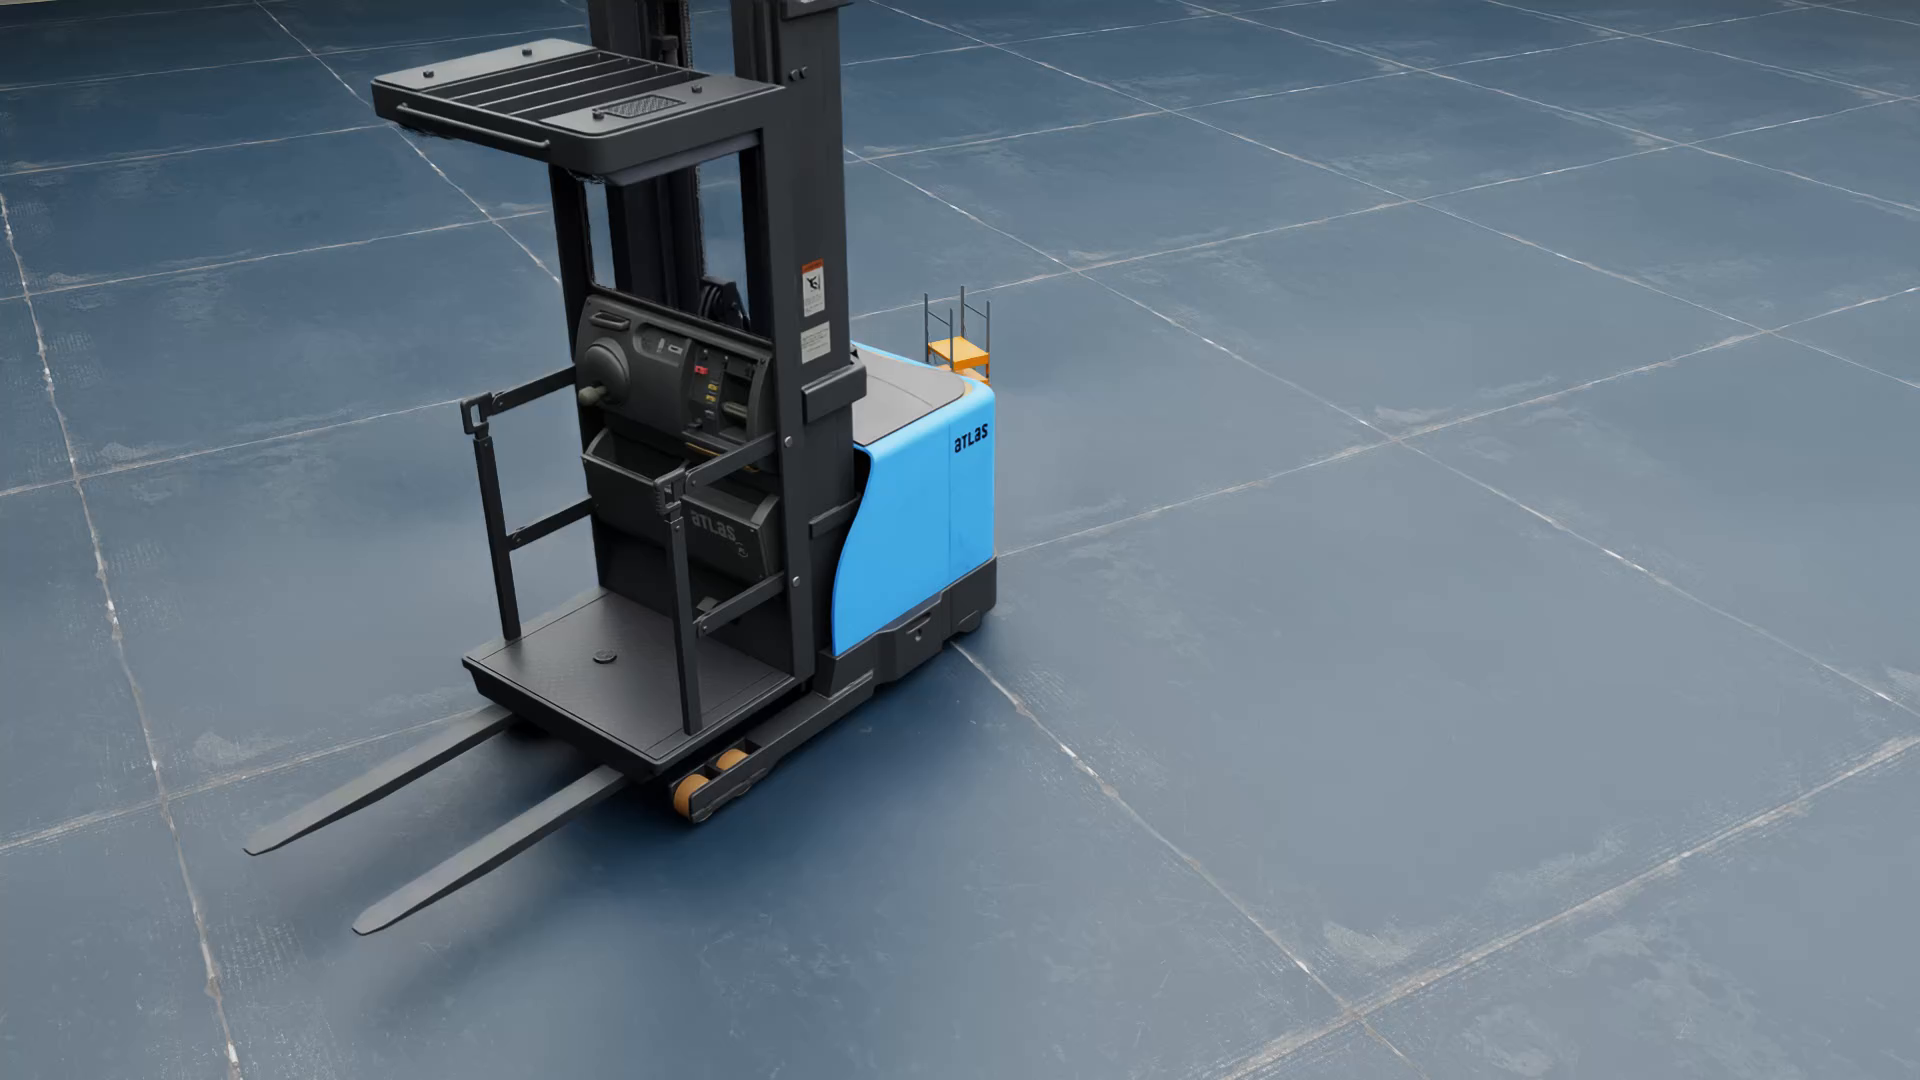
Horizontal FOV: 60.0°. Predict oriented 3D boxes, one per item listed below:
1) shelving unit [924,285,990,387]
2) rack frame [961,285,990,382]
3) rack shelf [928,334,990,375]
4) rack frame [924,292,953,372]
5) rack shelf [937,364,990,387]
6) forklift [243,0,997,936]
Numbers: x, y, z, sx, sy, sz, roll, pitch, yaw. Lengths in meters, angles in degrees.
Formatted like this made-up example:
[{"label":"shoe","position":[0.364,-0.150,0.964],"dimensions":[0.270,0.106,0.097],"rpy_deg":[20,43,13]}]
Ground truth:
[{"label":"shelving unit","position":[-0.012,-0.522,7.454],"dimensions":[0.189,1.200,0.258],"rpy_deg":[-16,33,-26]},{"label":"rack frame","position":[0.066,-0.544,7.494],"dimensions":[0.006,1.200,0.240],"rpy_deg":[-16,33,-26]},{"label":"rack shelf","position":[-0.012,-0.798,7.301],"dimensions":[0.180,0.103,0.258],"rpy_deg":[-16,33,-26]},{"label":"rack frame","position":[-0.091,-0.499,7.413],"dimensions":[0.006,1.200,0.240],"rpy_deg":[-16,33,-26]},{"label":"rack shelf","position":[-0.012,-0.693,7.359],"dimensions":[0.180,0.103,0.258],"rpy_deg":[-16,33,-26]},{"label":"forklift","position":[-1.153,-0.550,5.713],"dimensions":[1.130,2.935,3.031],"rpy_deg":[21,35,33]}]
